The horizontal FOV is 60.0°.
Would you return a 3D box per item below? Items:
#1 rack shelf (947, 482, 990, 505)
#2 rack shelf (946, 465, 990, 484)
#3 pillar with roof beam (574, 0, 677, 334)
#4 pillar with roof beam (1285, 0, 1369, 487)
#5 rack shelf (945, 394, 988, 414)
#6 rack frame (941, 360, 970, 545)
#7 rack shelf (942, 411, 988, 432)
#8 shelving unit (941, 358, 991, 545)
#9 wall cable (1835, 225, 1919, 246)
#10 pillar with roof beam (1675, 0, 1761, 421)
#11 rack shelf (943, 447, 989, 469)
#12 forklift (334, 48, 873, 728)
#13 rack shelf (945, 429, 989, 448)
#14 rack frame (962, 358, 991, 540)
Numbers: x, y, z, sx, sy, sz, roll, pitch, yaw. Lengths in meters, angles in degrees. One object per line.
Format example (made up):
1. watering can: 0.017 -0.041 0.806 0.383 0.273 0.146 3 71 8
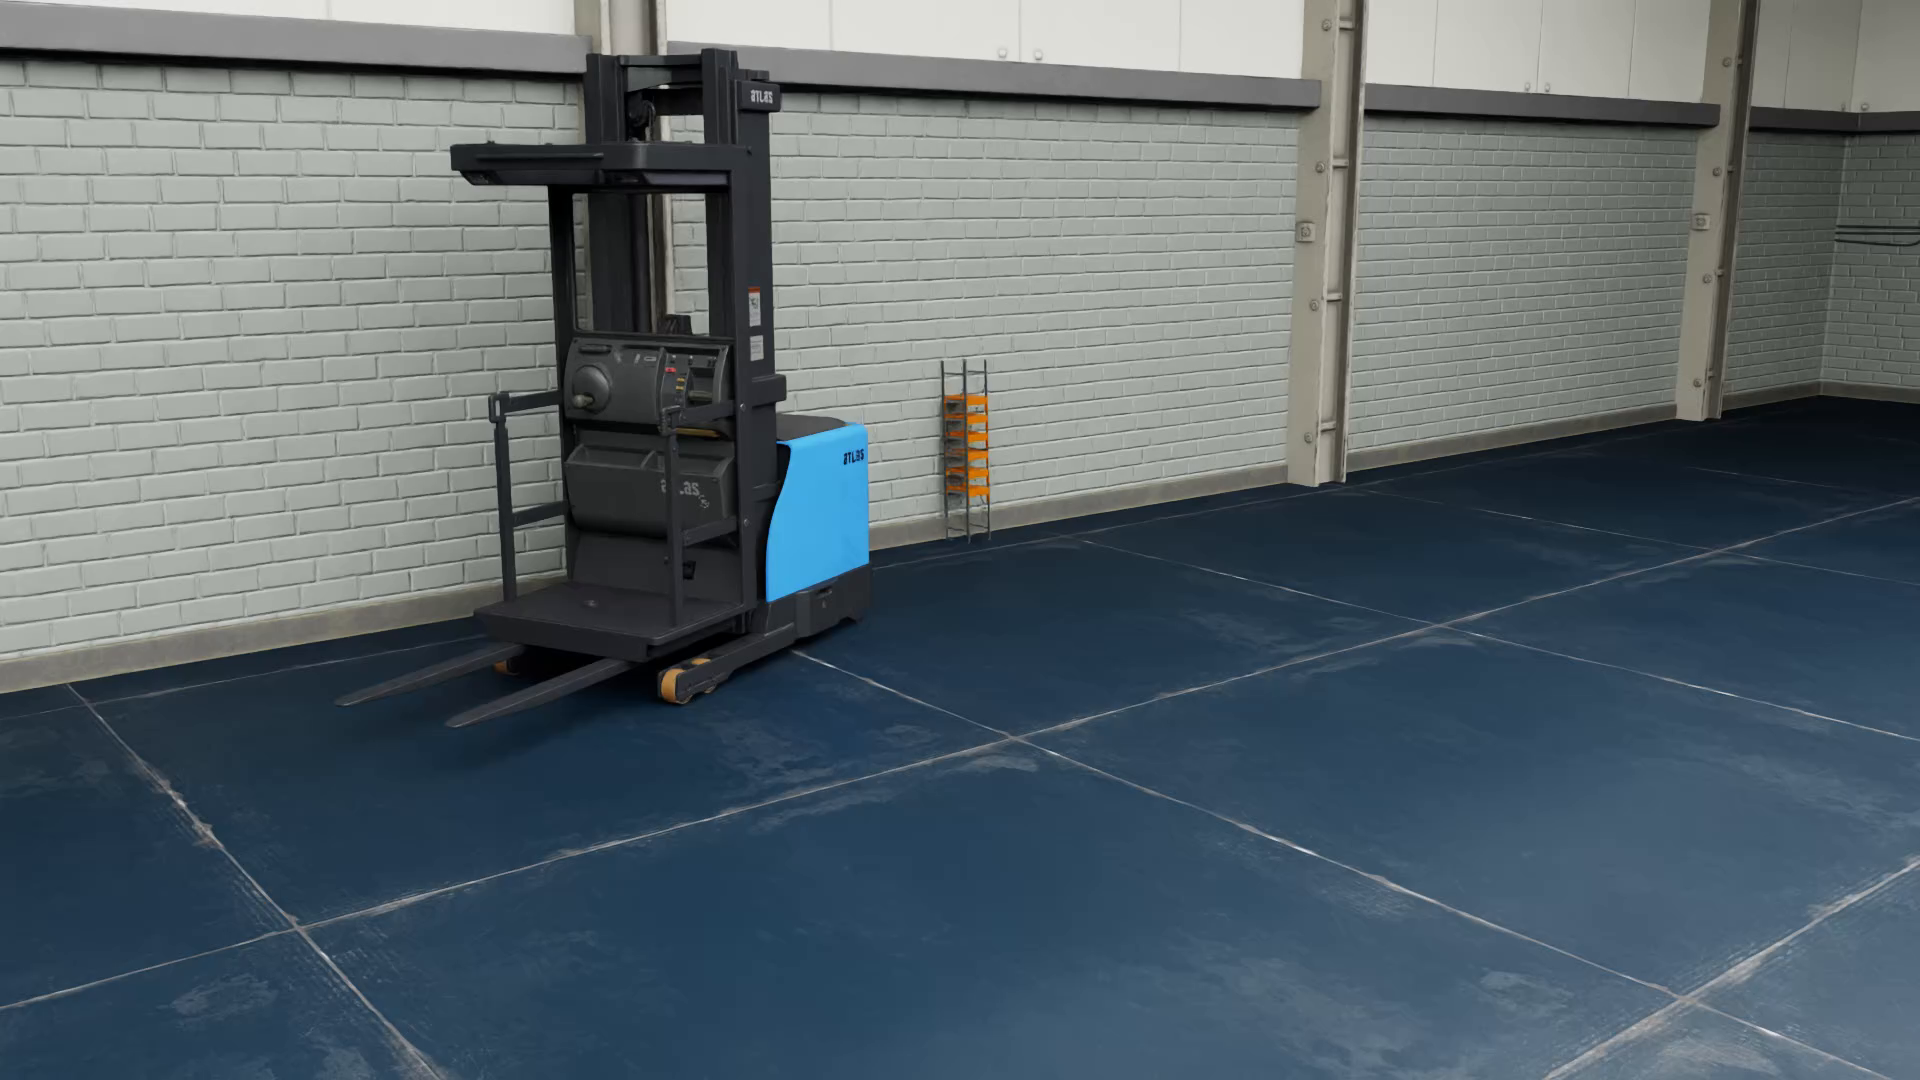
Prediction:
1. rack shelf: 0.046 -0.309 11.041 0.180 0.103 0.258 -11 15 -40
2. rack shelf: 0.043 -0.427 11.018 0.180 0.103 0.258 -11 15 -40
3. pillar with roof beam: 0.852 -3.393 5.441 0.400 9.000 9.100 -9 15 -38
4. pillar with roof beam: 5.537 -4.171 9.108 0.400 9.000 9.100 -9 15 -38
5. rack shelf: 0.032 -0.898 10.926 0.180 0.103 0.258 -11 15 -40
6. rack frame: -0.029 -0.575 10.928 0.006 1.200 0.240 -11 15 -40
7. rack shelf: 0.035 -0.780 10.949 0.180 0.103 0.258 -11 15 -40
8. shelving unit: 0.039 -0.588 10.987 0.189 1.200 0.258 -11 15 -40
9. wall cable: 10.659 -4.297 17.175 0.112 2.526 3.097 -9 15 -38
10. pillar with roof beam: 10.222 -4.950 12.774 0.400 9.000 9.100 -9 15 -38
11. rack shelf: 0.040 -0.544 10.995 0.180 0.103 0.258 -11 15 -40
12. forklift: -1.602 -0.787 7.780 1.130 2.935 3.031 6 13 27
13. rack shelf: 0.037 -0.662 10.972 0.180 0.103 0.258 -11 15 -40
14. rack frame: 0.108 -0.601 11.046 0.006 1.200 0.240 -11 15 -40
